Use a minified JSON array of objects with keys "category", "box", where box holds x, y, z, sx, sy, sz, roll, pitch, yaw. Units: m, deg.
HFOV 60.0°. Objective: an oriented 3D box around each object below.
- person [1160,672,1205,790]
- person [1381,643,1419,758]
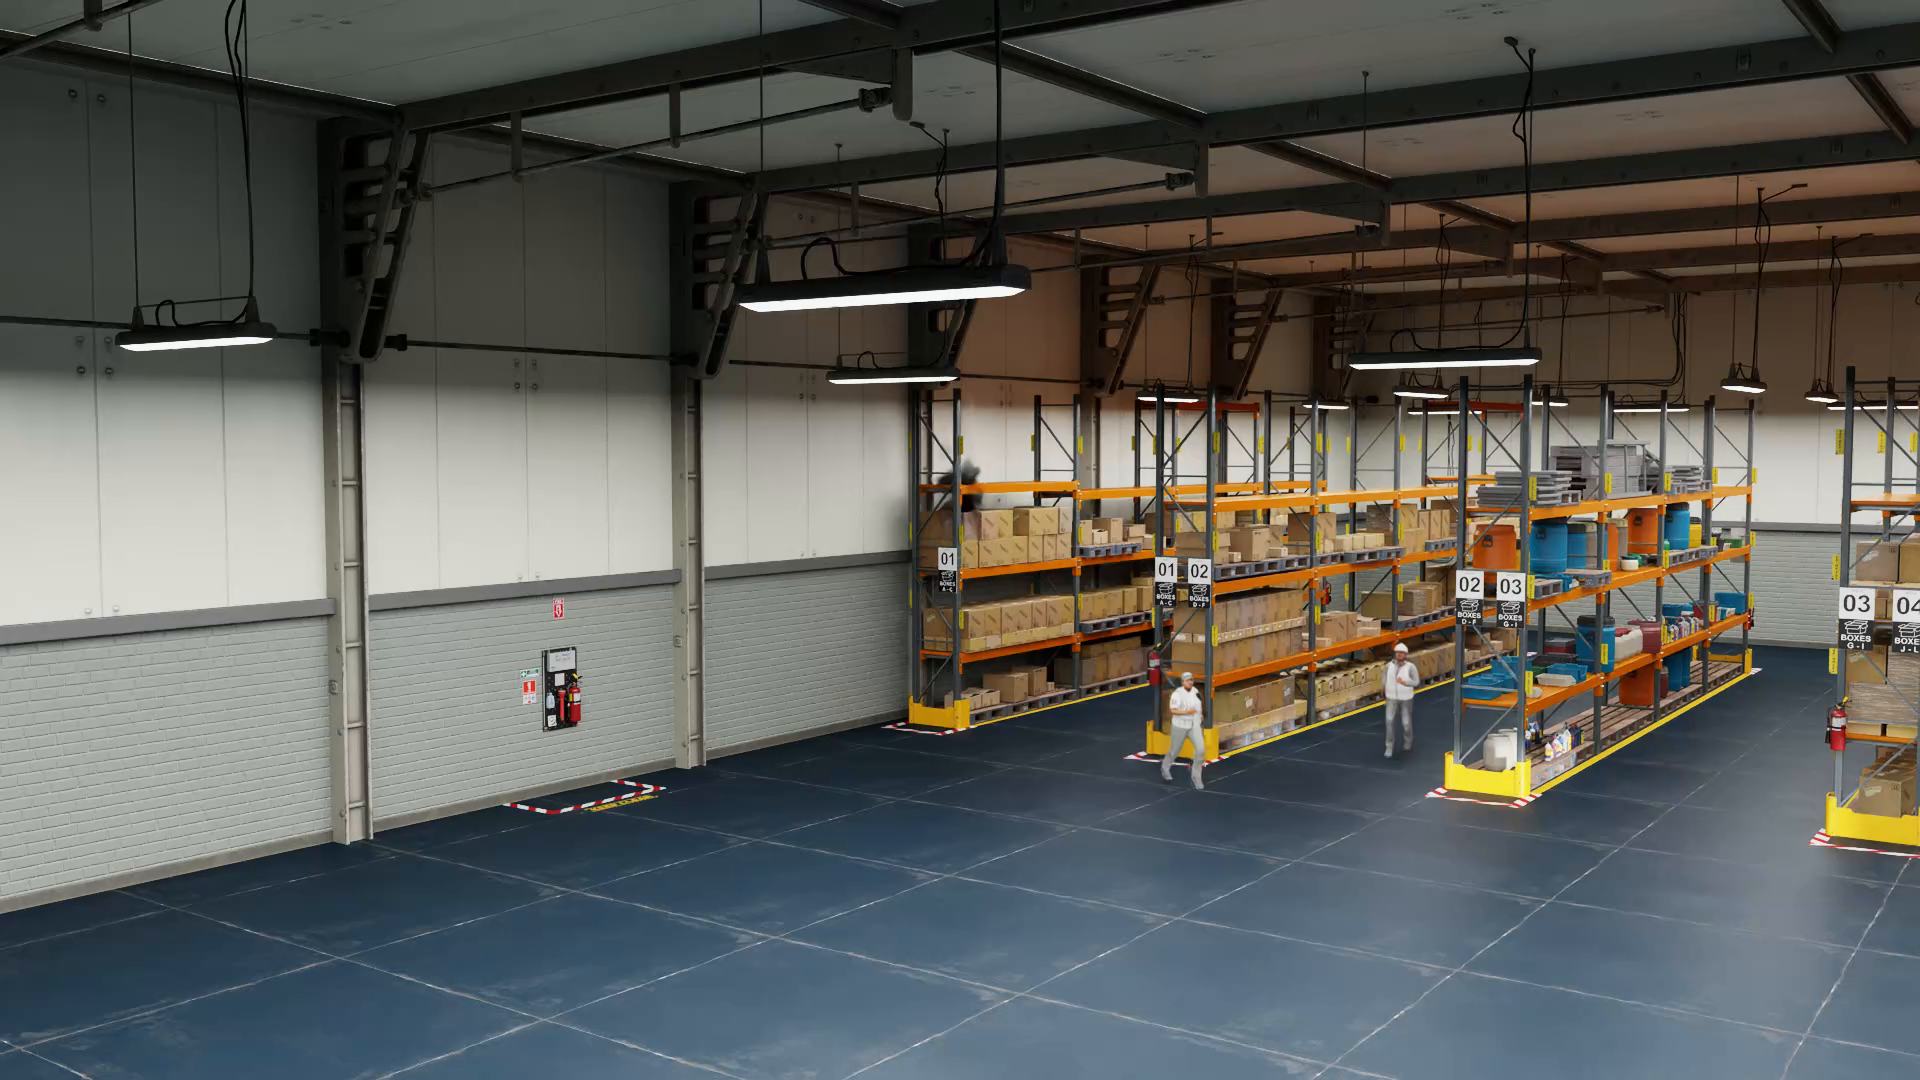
[{"category":"person","box":[3.312,2.778,24.444,0.612,1.715,0.879,-1,3,-21]},{"category":"person","box":[7.089,2.559,26.825,0.644,1.785,0.904,2,4,27]}]
